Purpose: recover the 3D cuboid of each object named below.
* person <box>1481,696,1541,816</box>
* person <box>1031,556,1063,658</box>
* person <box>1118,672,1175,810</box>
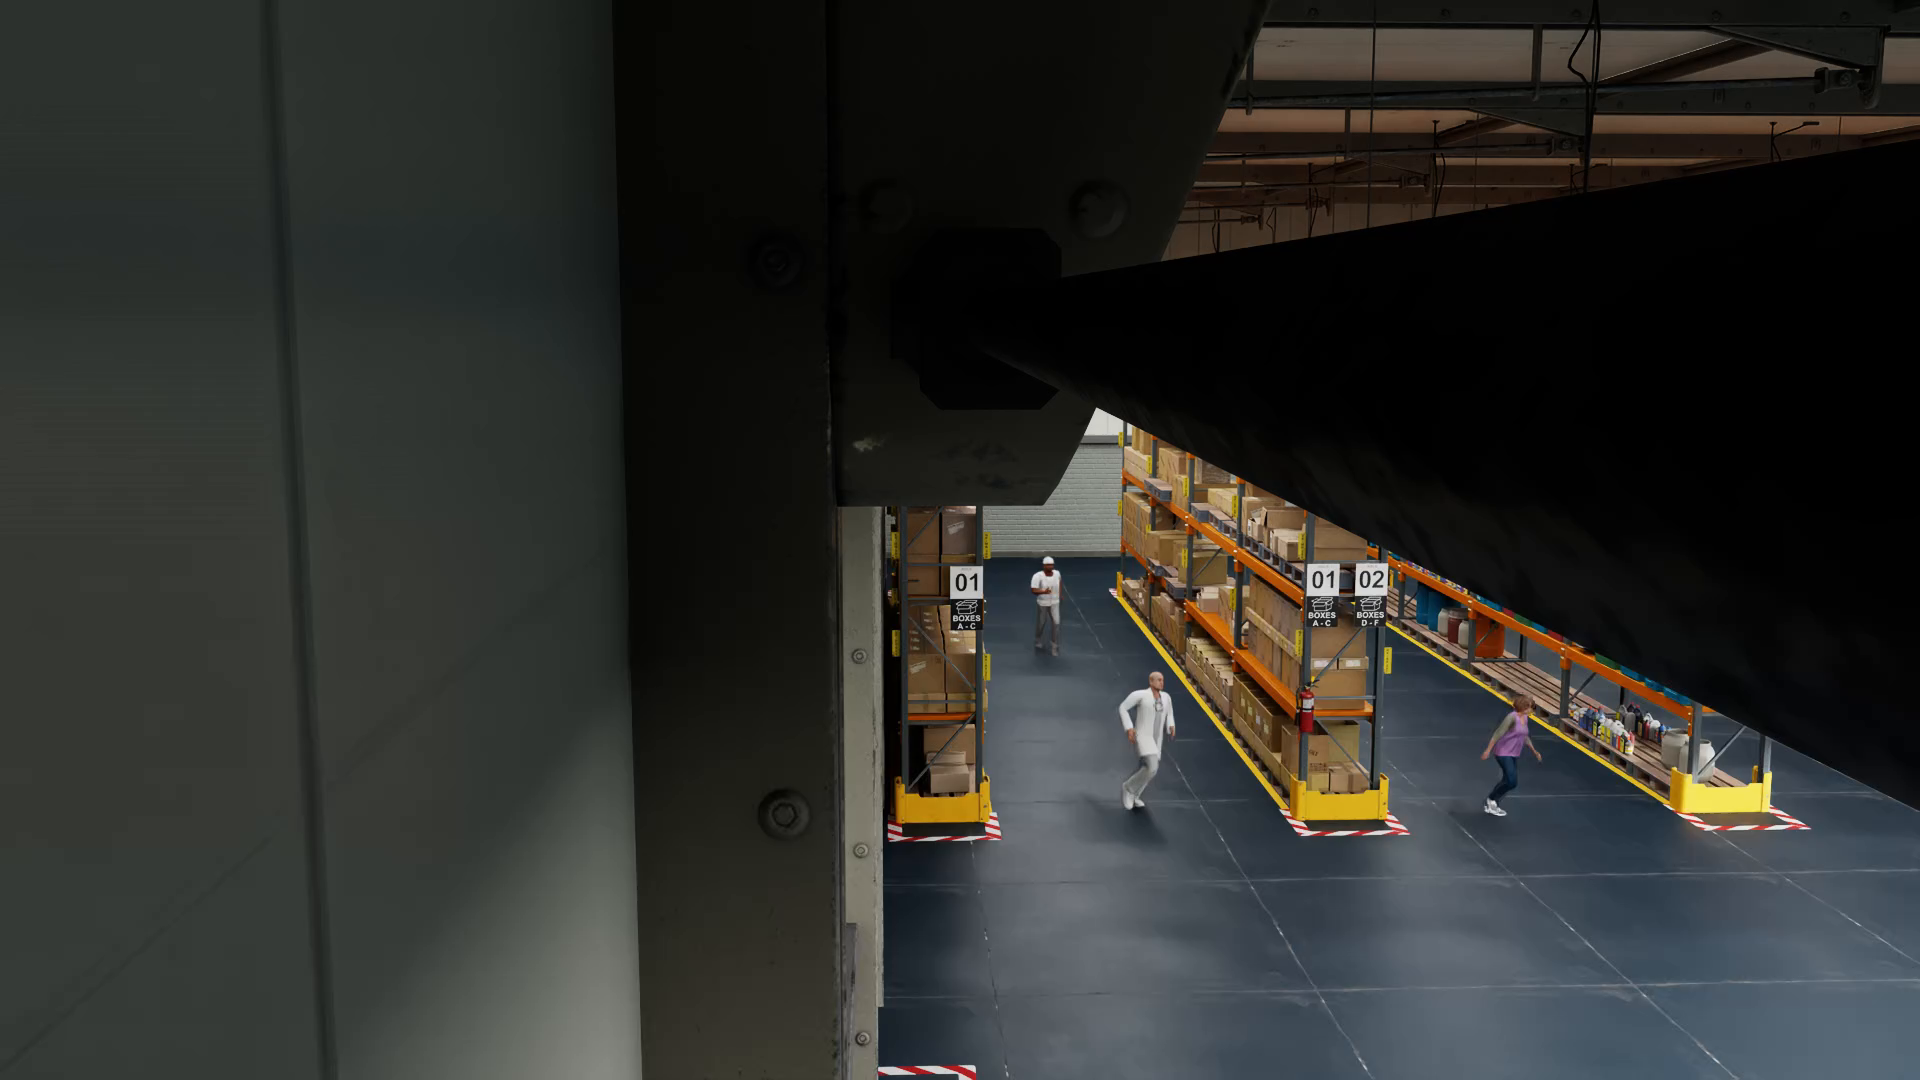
[{"bbox_3d":[6.842,2.682,20.636,0.608,1.545,0.540,7,11,41],"label":"person"},{"bbox_3d":[1.595,1.195,30.341,0.680,1.822,0.866,-2,8,-15],"label":"person"},{"bbox_3d":[2.425,2.533,21.038,0.738,1.714,0.656,-6,10,-38],"label":"person"}]
